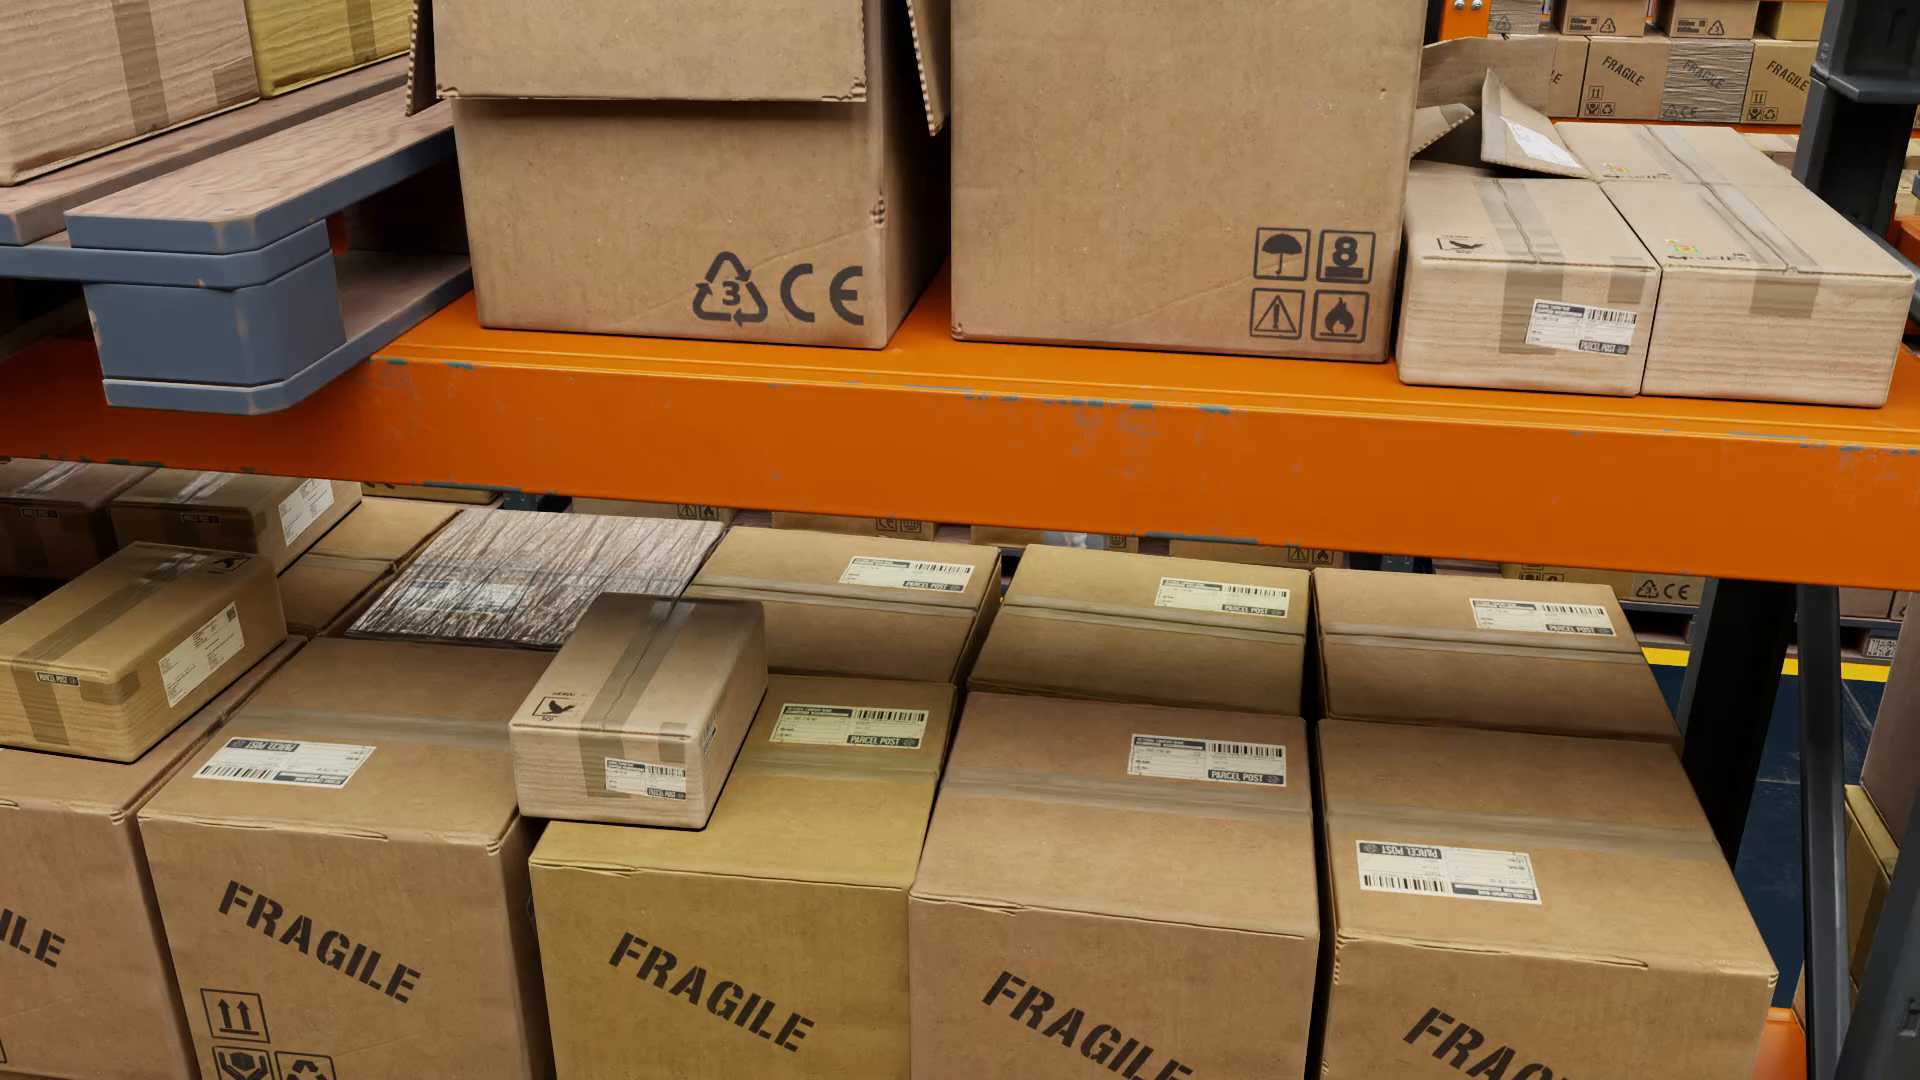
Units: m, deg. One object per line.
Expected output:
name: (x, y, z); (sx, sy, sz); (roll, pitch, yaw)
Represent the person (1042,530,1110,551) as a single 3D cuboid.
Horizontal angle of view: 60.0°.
person: (0.457, -0.082, 6.265); (0.342, 1.680, 0.466); (4, 25, 9)
